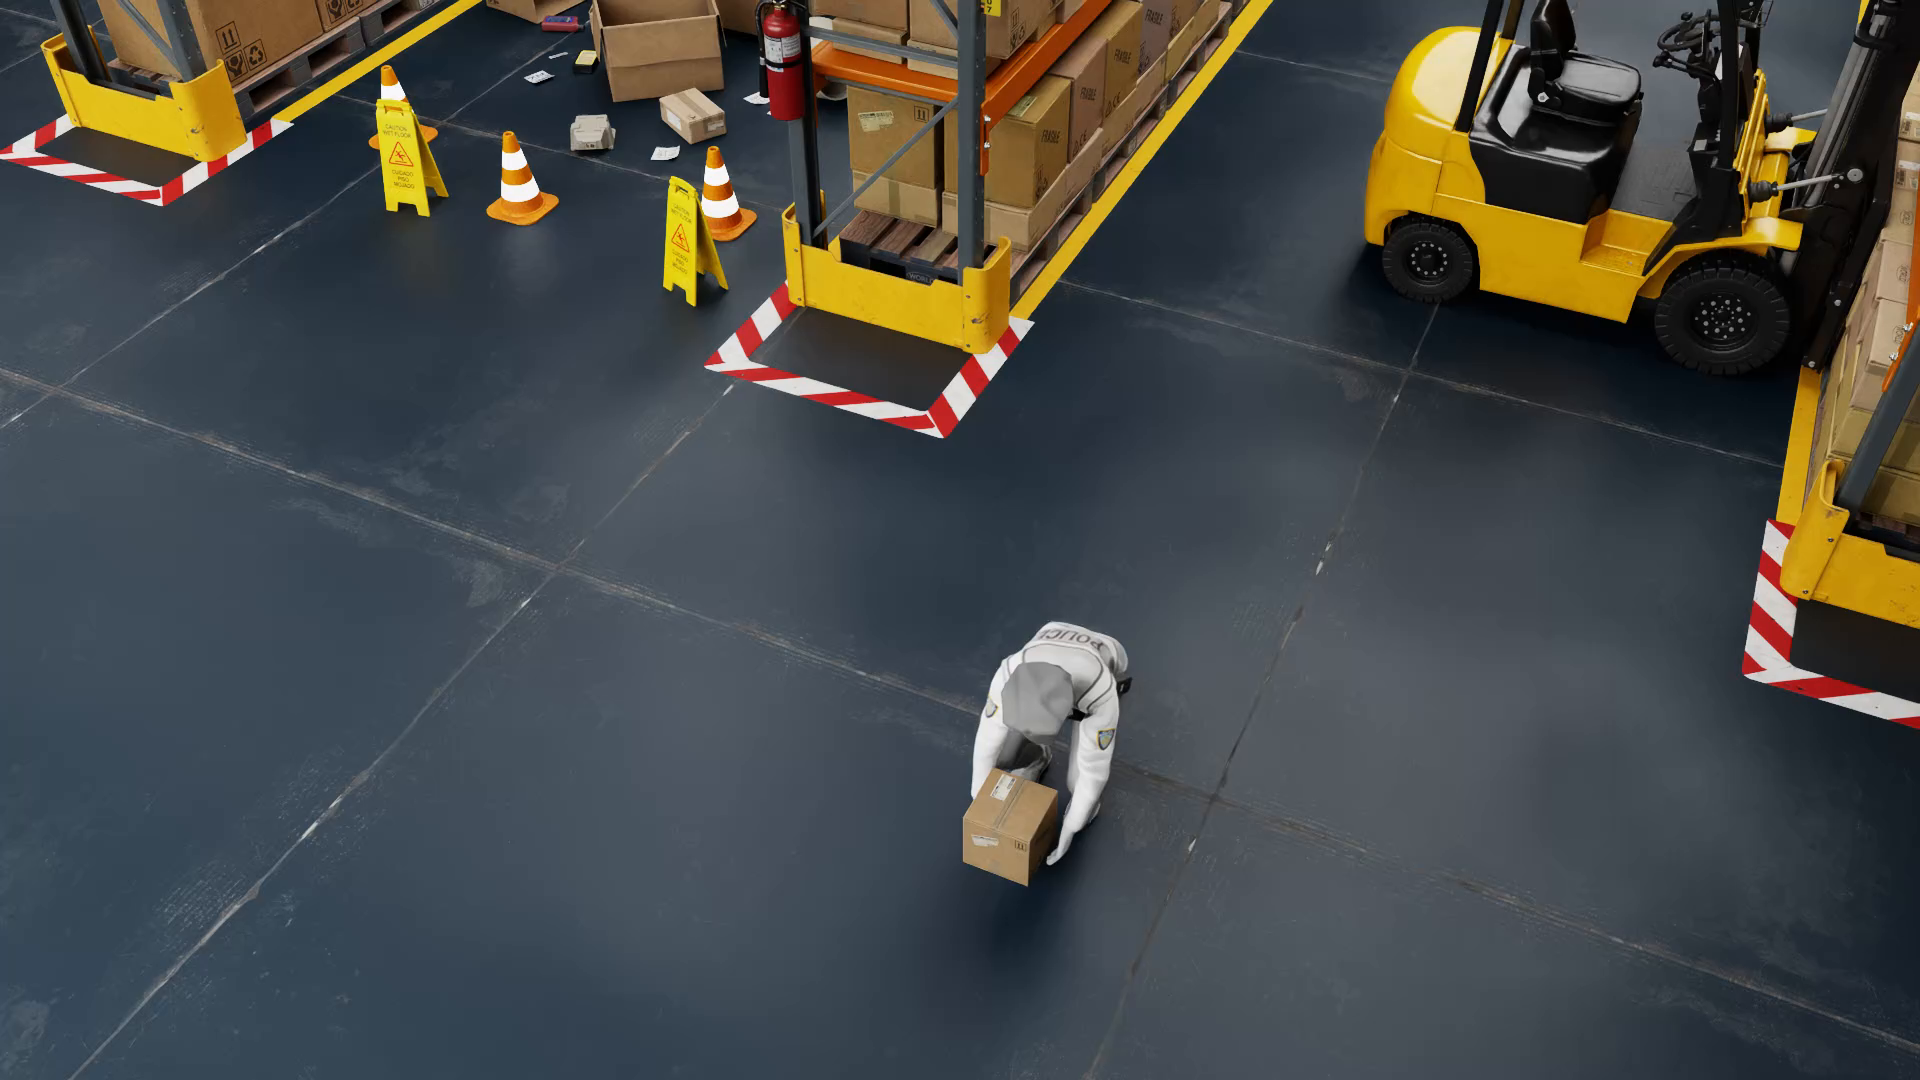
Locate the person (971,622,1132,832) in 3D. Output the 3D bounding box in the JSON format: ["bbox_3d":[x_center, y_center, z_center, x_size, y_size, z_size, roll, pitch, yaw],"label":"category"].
[{"bbox_3d":[0.356,0.654,5.924,0.494,1.019,0.820,17,45,18],"label":"person"}]
